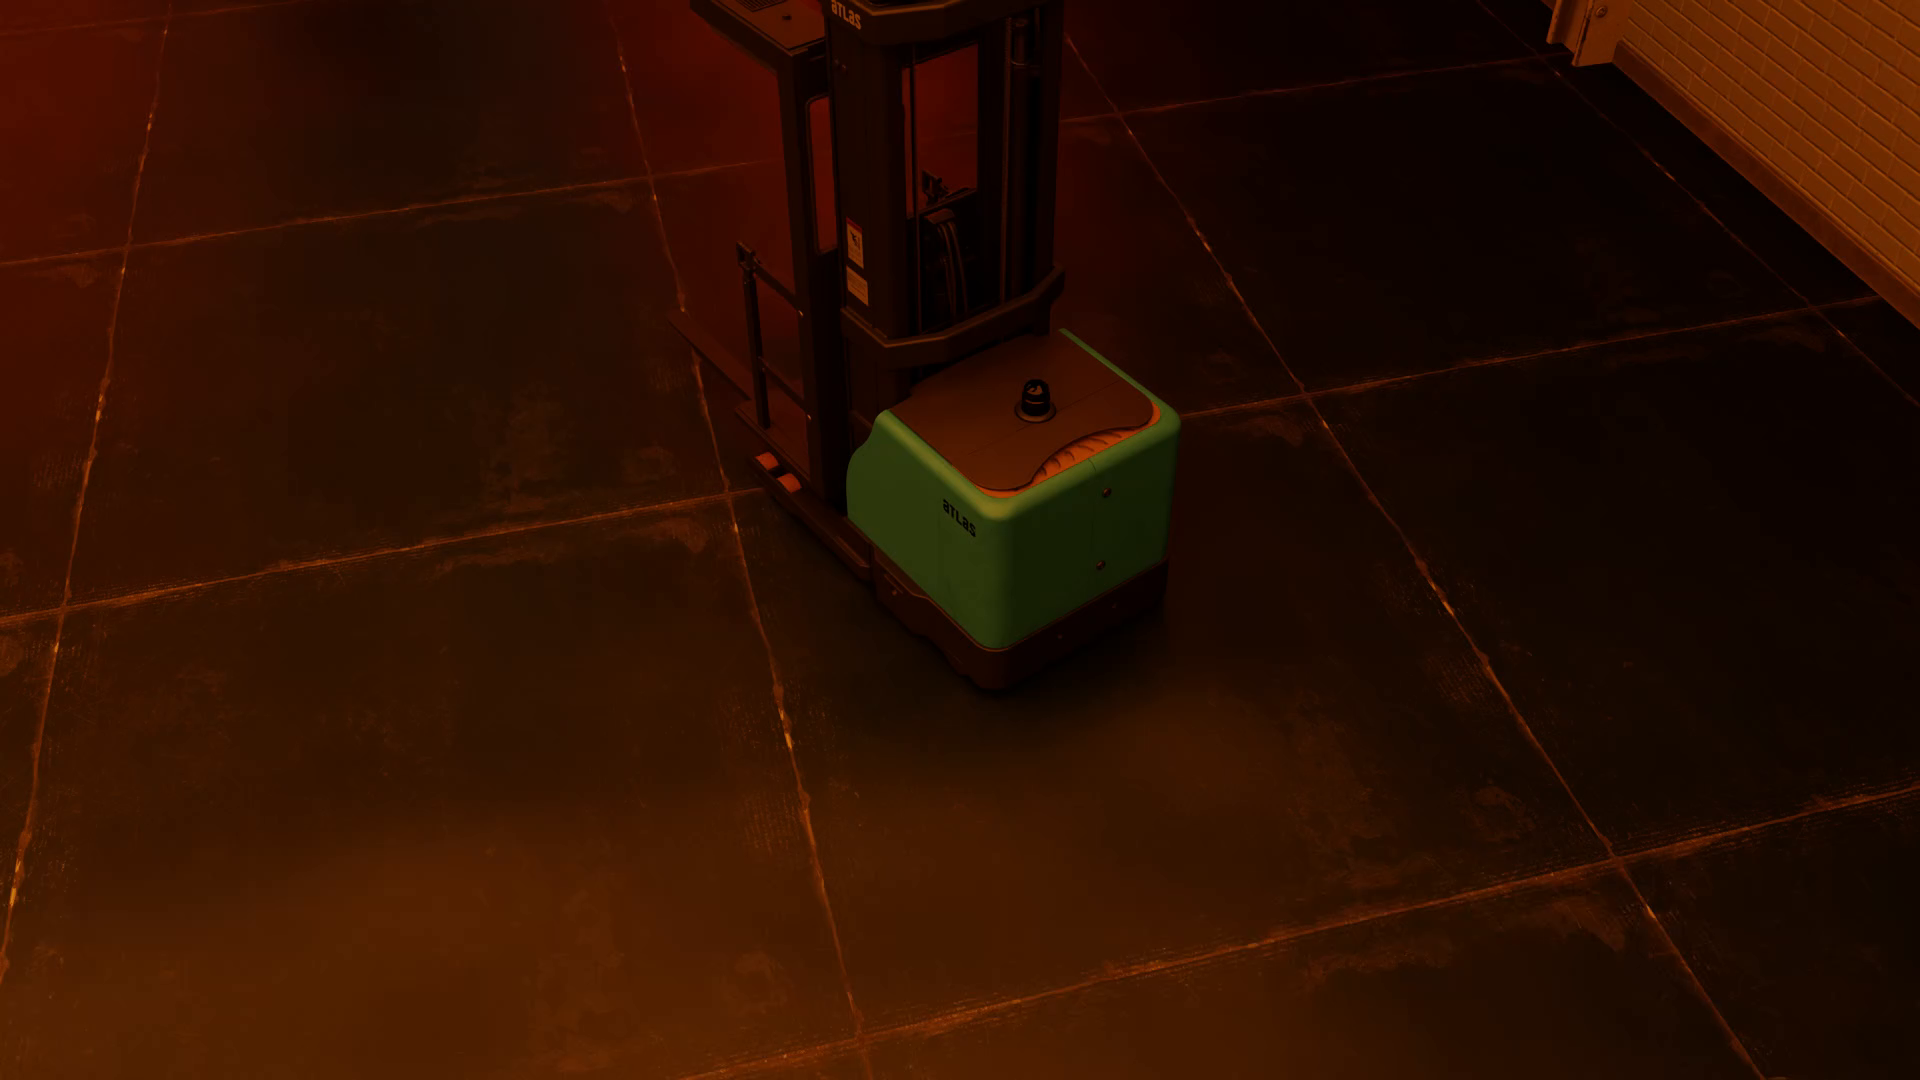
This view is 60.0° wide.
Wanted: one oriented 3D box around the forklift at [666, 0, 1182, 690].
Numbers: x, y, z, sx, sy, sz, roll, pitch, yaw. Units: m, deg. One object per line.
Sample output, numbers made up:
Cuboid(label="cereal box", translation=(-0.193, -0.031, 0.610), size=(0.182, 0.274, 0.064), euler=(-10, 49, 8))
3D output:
Cuboid(label="forklift", translation=(-0.366, -1.399, 7.126), size=(1.130, 2.935, 3.031), euler=(-27, 50, -26))
